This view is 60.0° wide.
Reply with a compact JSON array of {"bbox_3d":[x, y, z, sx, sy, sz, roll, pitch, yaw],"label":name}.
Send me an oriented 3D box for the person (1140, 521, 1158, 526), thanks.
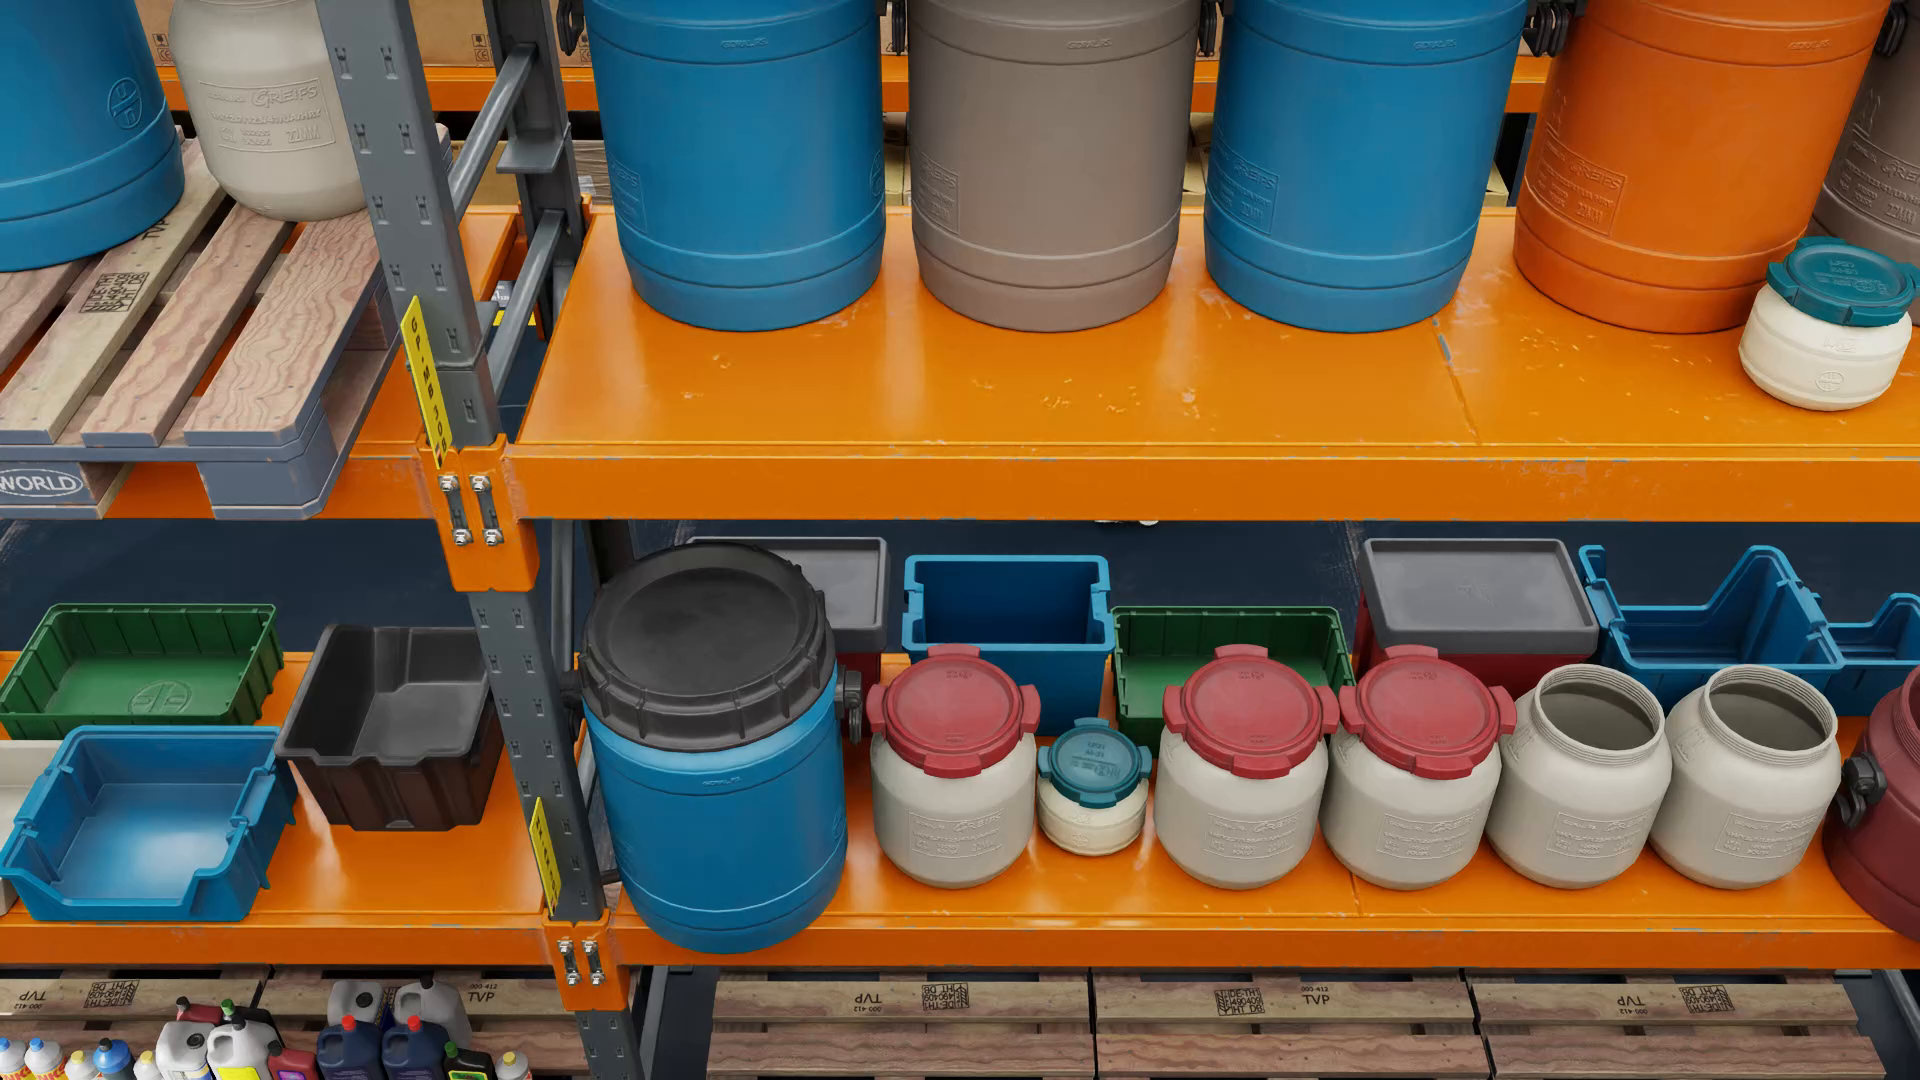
[{"bbox_3d":[0.710,-0.601,7.253,0.463,1.115,0.736,0,40,0],"label":"person"}]
